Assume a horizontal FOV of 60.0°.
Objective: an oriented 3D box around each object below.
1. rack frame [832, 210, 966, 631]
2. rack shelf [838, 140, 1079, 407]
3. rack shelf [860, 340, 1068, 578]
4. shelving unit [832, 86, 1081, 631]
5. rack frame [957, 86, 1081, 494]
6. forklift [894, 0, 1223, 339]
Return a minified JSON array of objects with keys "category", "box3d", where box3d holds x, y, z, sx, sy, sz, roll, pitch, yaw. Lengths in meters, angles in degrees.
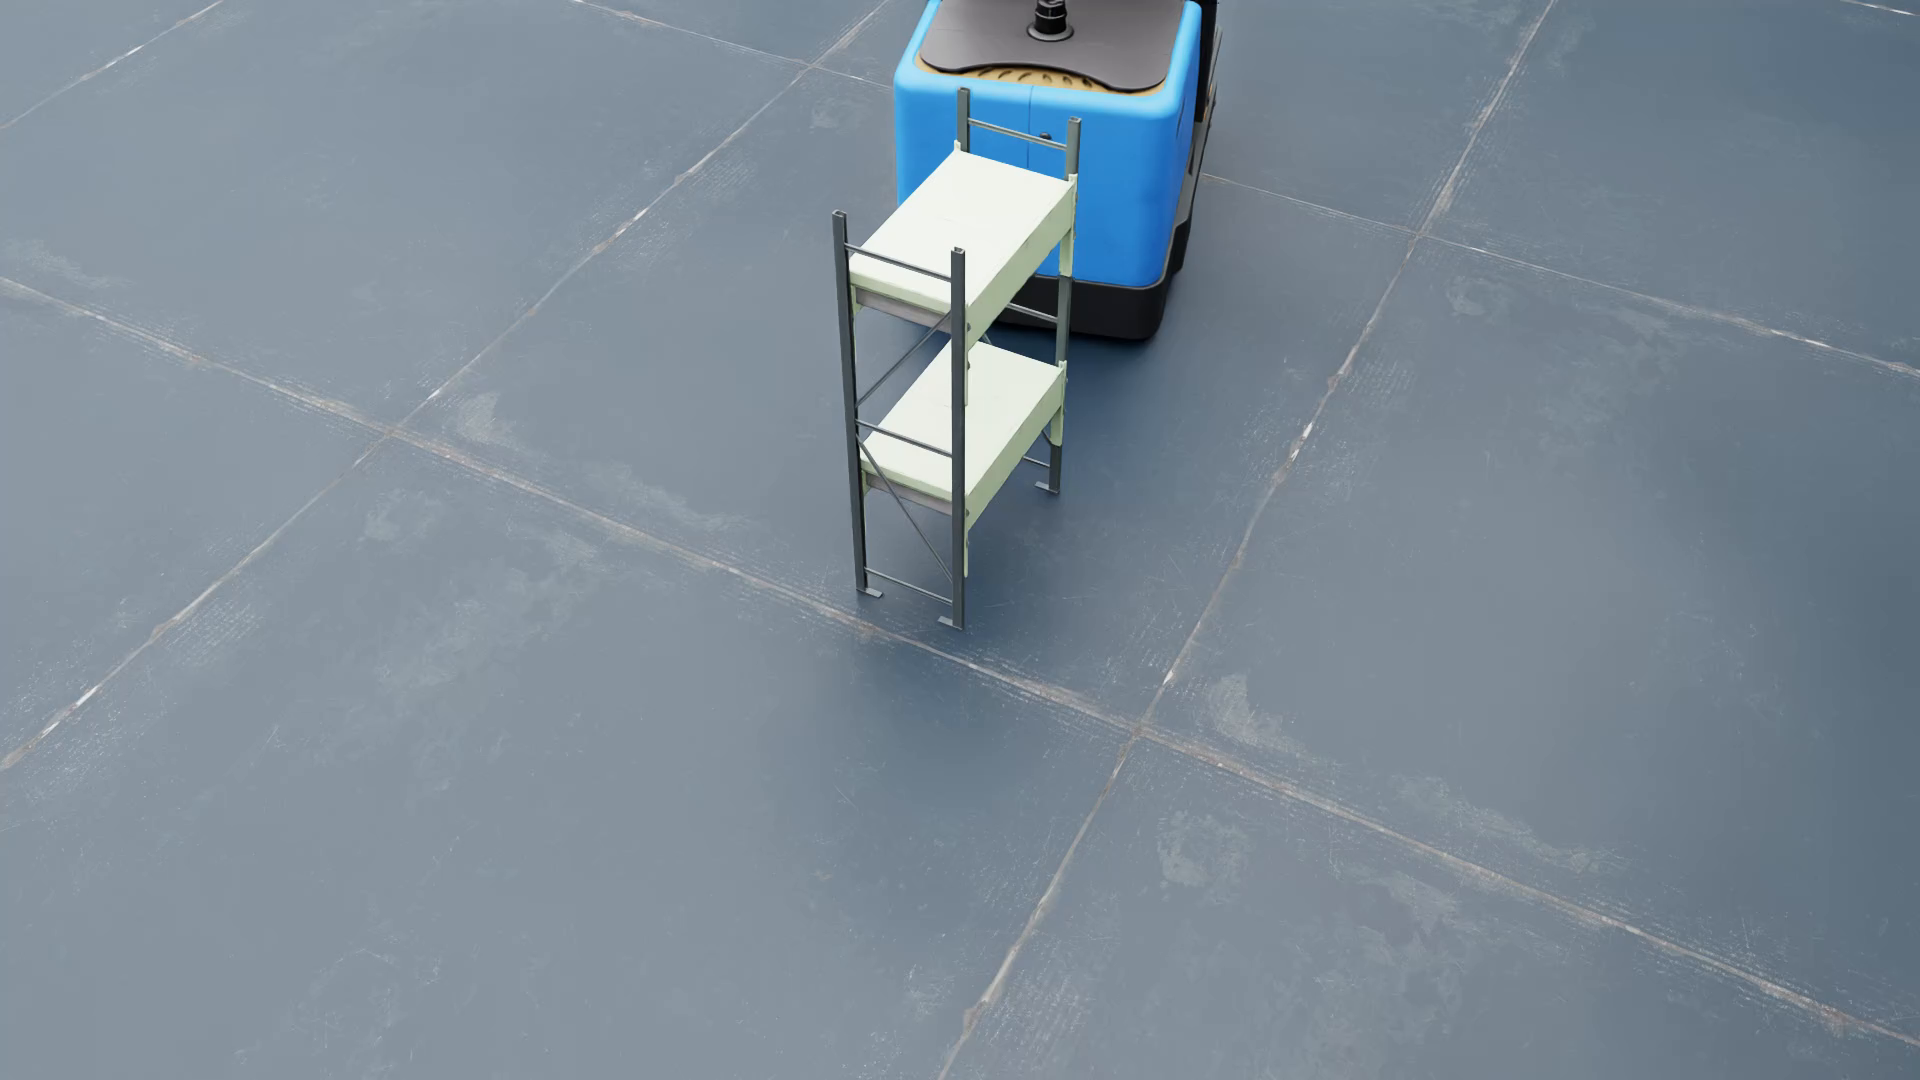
[{"category":"rack frame","box3d":[-0.167,-0.301,4.993,0.400,1.500,0.023,20,49,19]},{"category":"rack shelf","box3d":[0.003,-0.806,4.943,0.431,0.370,0.720,20,49,19]},{"category":"rack shelf","box3d":[0.003,-0.302,5.453,0.431,0.370,0.720,20,49,19]},{"category":"shelving unit","box3d":[0.003,-0.531,5.221,0.431,1.500,0.755,20,49,19]},{"category":"rack frame","box3d":[0.173,-0.762,5.449,0.400,1.500,0.023,20,49,19]},{"category":"forklift","box3d":[0.564,-2.870,6.526,1.130,2.935,3.031,9,46,9]}]
